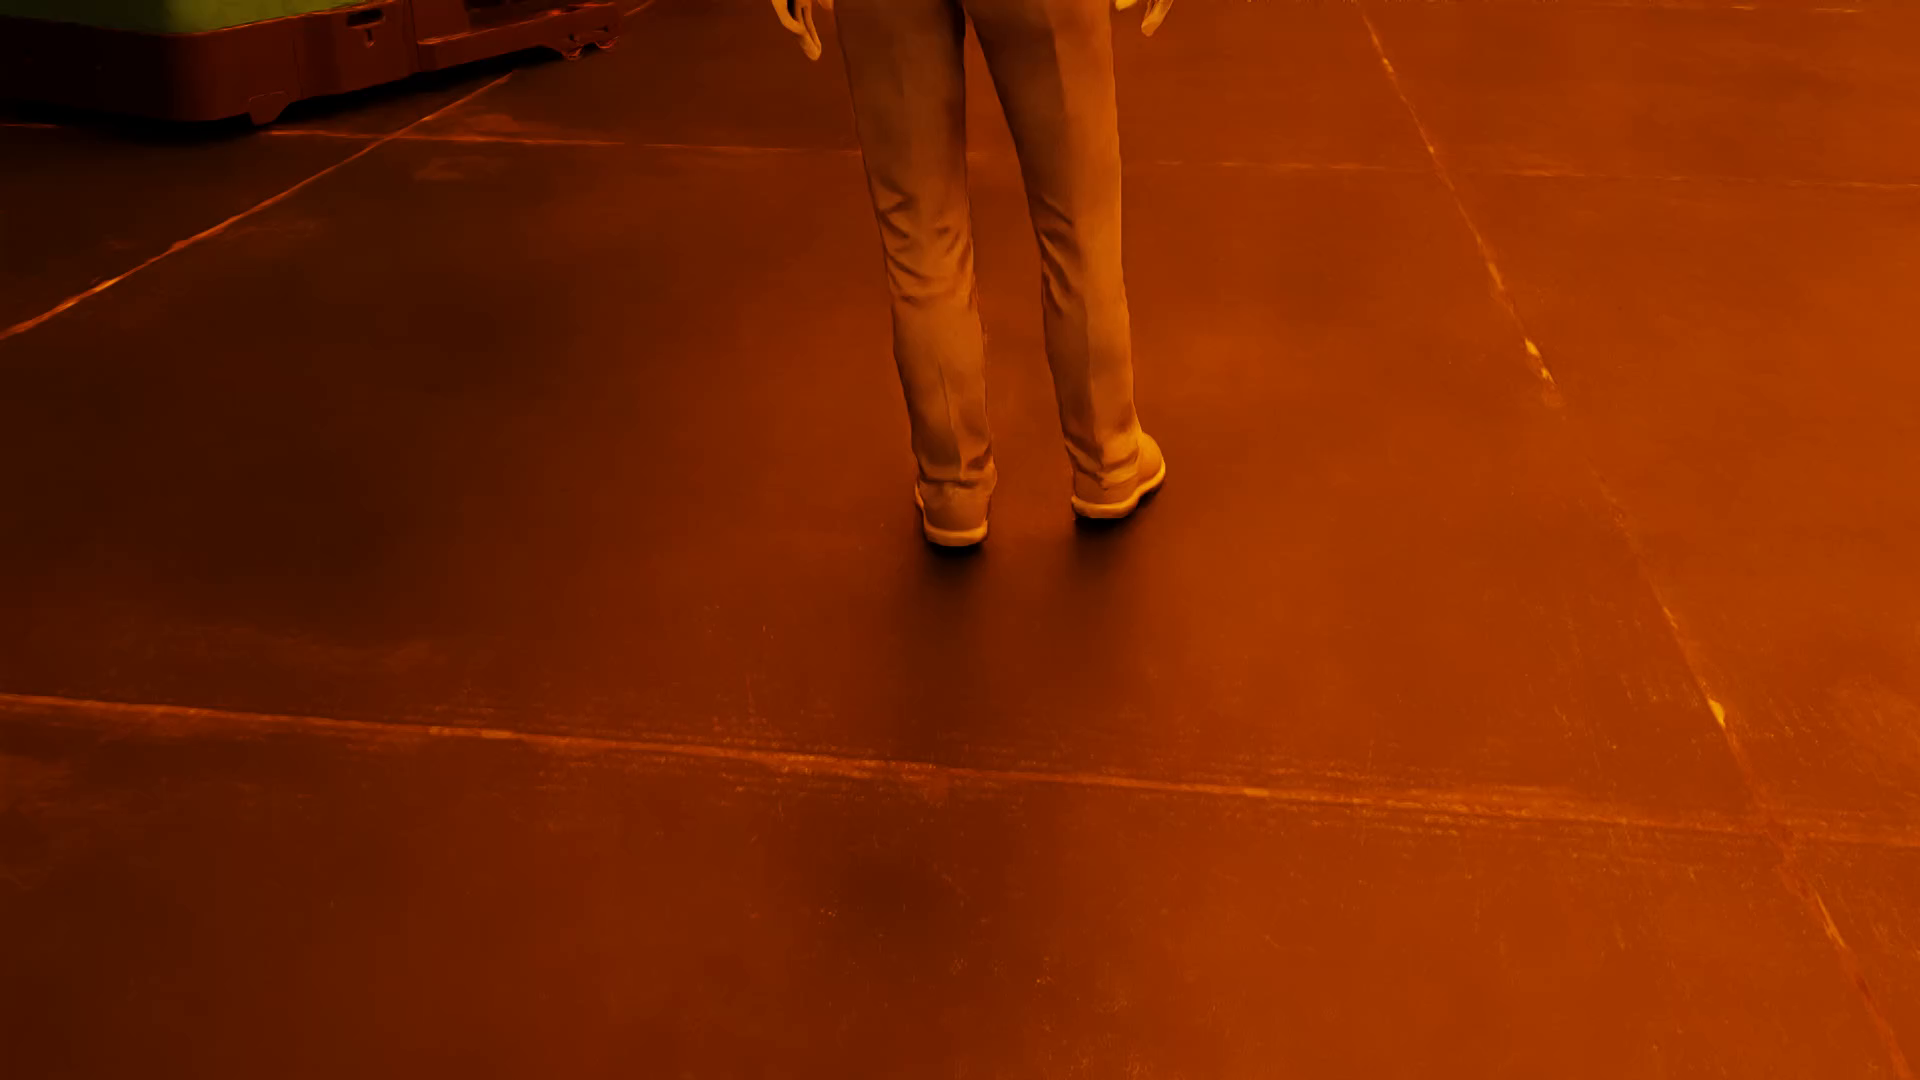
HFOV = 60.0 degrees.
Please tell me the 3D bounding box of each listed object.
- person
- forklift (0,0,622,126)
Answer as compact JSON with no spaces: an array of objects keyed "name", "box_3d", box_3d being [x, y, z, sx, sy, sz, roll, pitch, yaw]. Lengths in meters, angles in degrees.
[{"name":"person","box_3d":[0.016,-0.794,2.178,0.586,1.695,0.532,3,27,7]},{"name":"forklift","box_3d":[-1.908,-3.123,5.478,1.130,2.935,3.031,13,29,24]}]
